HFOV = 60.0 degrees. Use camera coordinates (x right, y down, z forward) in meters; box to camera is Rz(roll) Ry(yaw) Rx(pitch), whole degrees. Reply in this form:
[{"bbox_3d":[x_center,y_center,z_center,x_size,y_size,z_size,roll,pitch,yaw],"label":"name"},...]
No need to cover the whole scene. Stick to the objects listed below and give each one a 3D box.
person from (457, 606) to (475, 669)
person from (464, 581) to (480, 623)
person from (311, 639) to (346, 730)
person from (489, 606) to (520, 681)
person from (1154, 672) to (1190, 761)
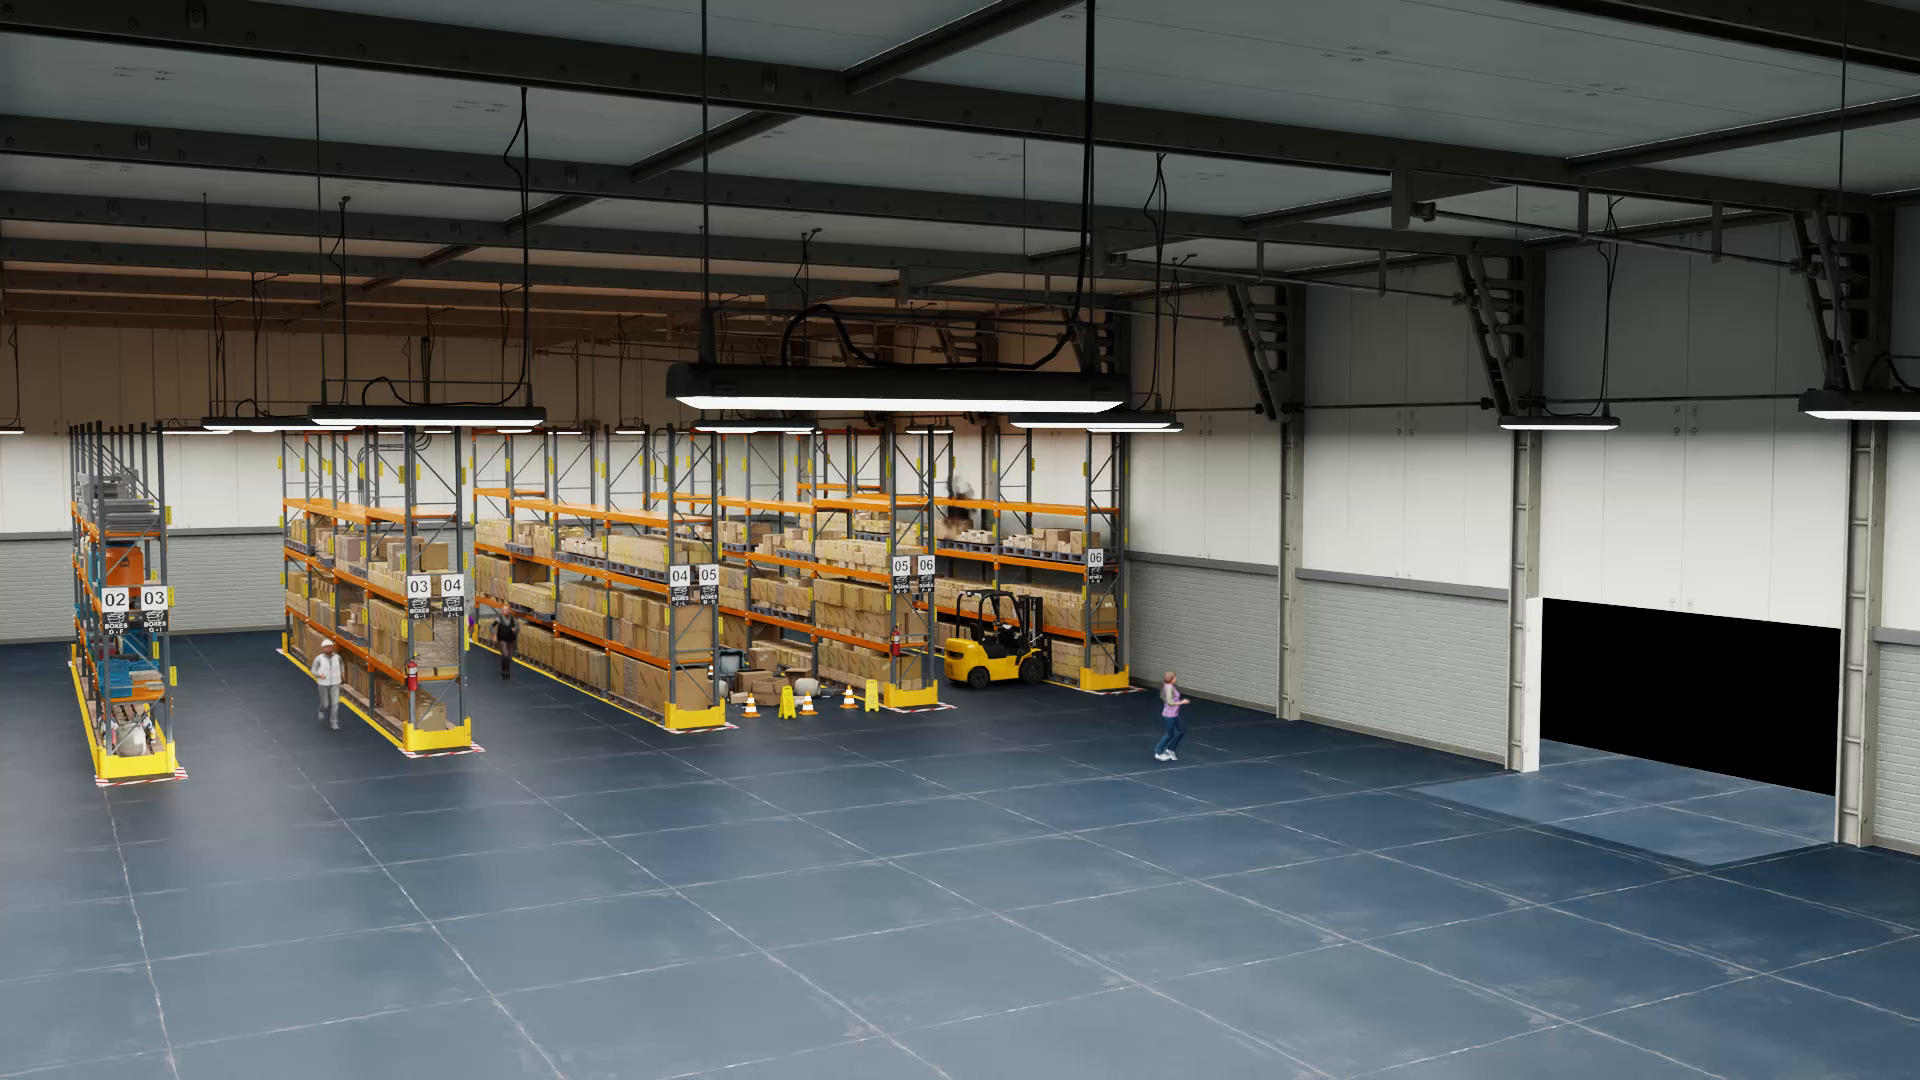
[{"bbox_3d":[-11.901,2.396,39.651,0.670,1.801,0.728,-3,5,-41],"label":"person"},{"bbox_3d":[-14.064,1.936,47.930,0.808,1.627,0.648,-1,4,-10],"label":"person"},{"bbox_3d":[-12.395,2.825,32.709,0.676,1.741,0.971,-2,4,-33],"label":"person"},{"bbox_3d":[-10.717,2.442,39.275,0.624,1.780,0.752,-3,4,-37],"label":"person"},{"bbox_3d":[3.749,3.161,29.322,0.625,1.512,0.515,1,4,15],"label":"person"}]
